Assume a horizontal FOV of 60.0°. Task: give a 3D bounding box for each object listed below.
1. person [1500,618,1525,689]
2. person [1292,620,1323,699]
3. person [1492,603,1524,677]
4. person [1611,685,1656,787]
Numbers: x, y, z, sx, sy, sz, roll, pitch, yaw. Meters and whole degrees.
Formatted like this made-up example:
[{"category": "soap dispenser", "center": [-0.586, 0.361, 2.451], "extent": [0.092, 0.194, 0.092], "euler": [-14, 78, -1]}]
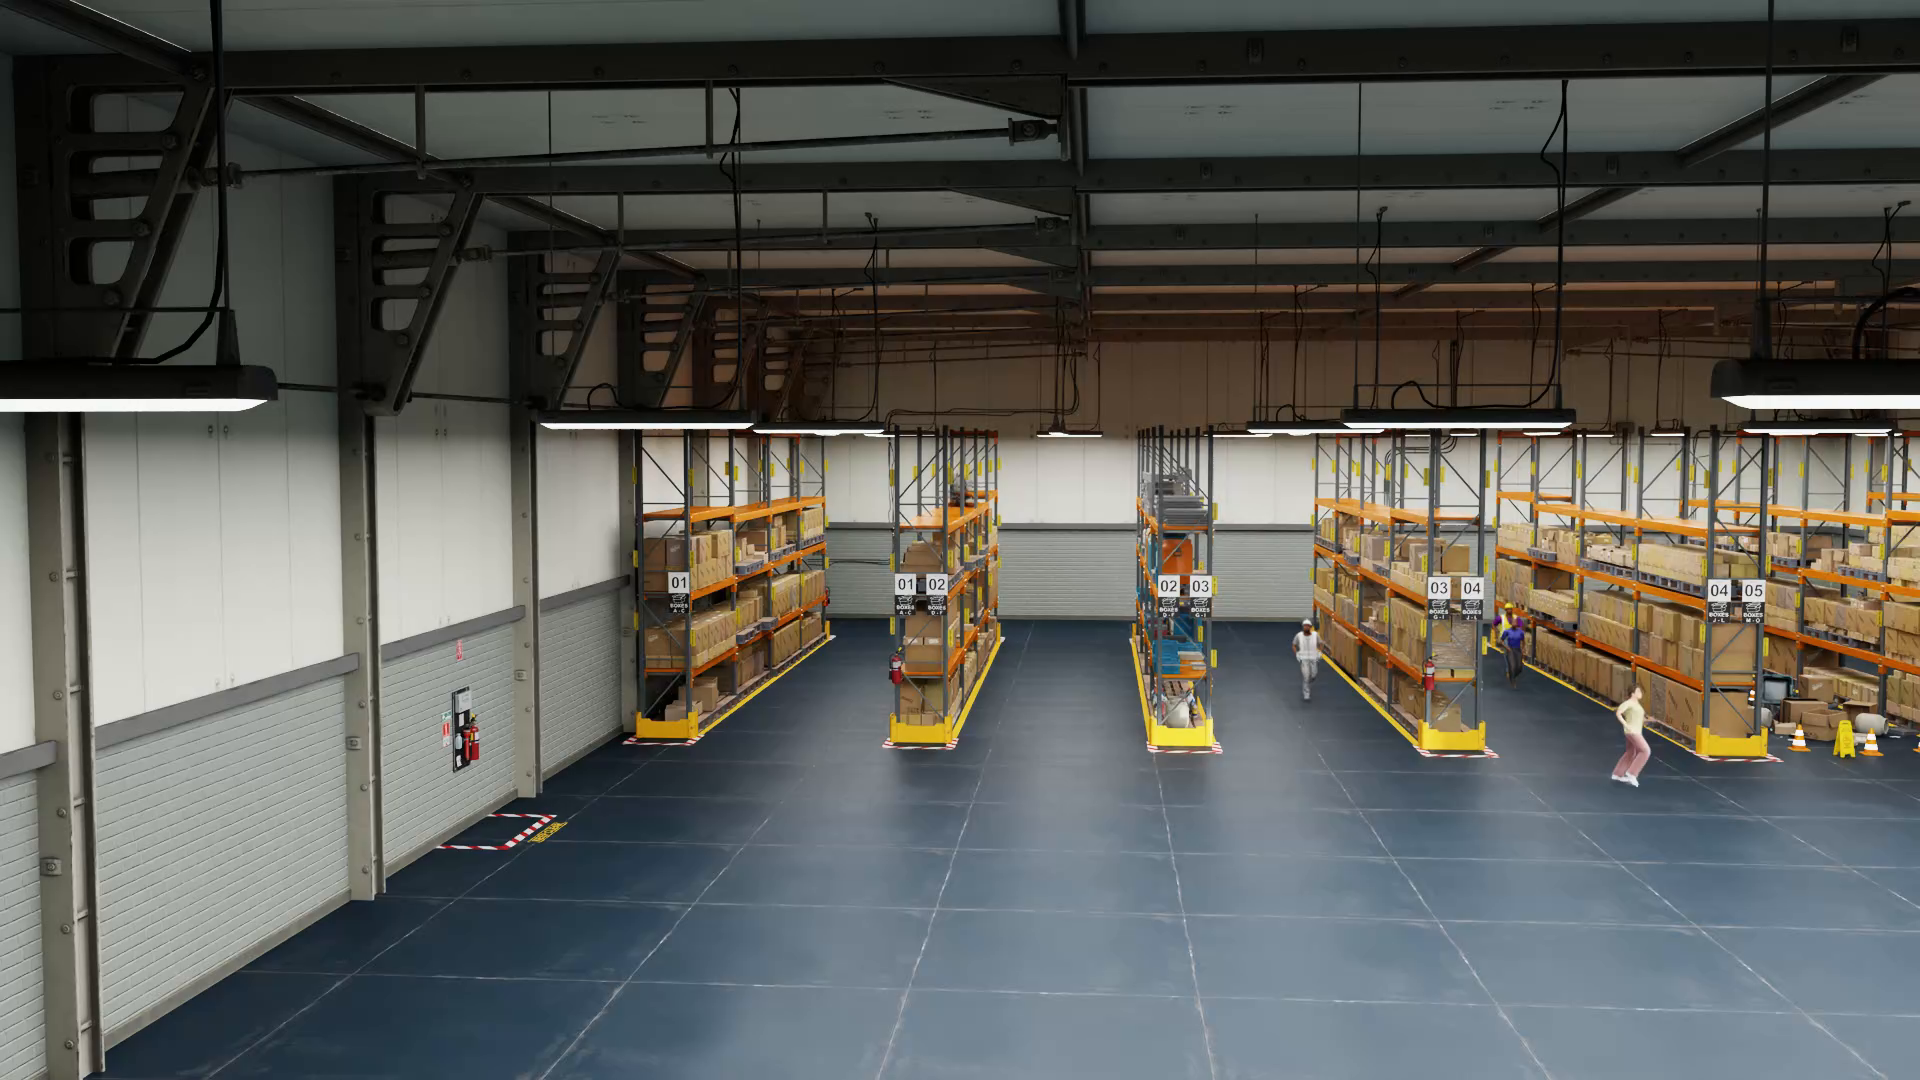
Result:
[{"category": "person", "center": [12.779, 2.614, 38.461], "extent": [0.582, 1.612, 0.557], "euler": [0, 3, 4]}, {"category": "person", "center": [7.716, 2.639, 36.918], "extent": [0.676, 1.748, 0.576], "euler": [0, 3, 5]}, {"category": "person", "center": [13.297, 2.408, 40.304], "extent": [0.709, 1.747, 0.972], "euler": [0, 3, 4]}, {"category": "person", "center": [11.176, 3.235, 27.597], "extent": [0.673, 1.680, 0.554], "euler": [2, 4, 33]}]
